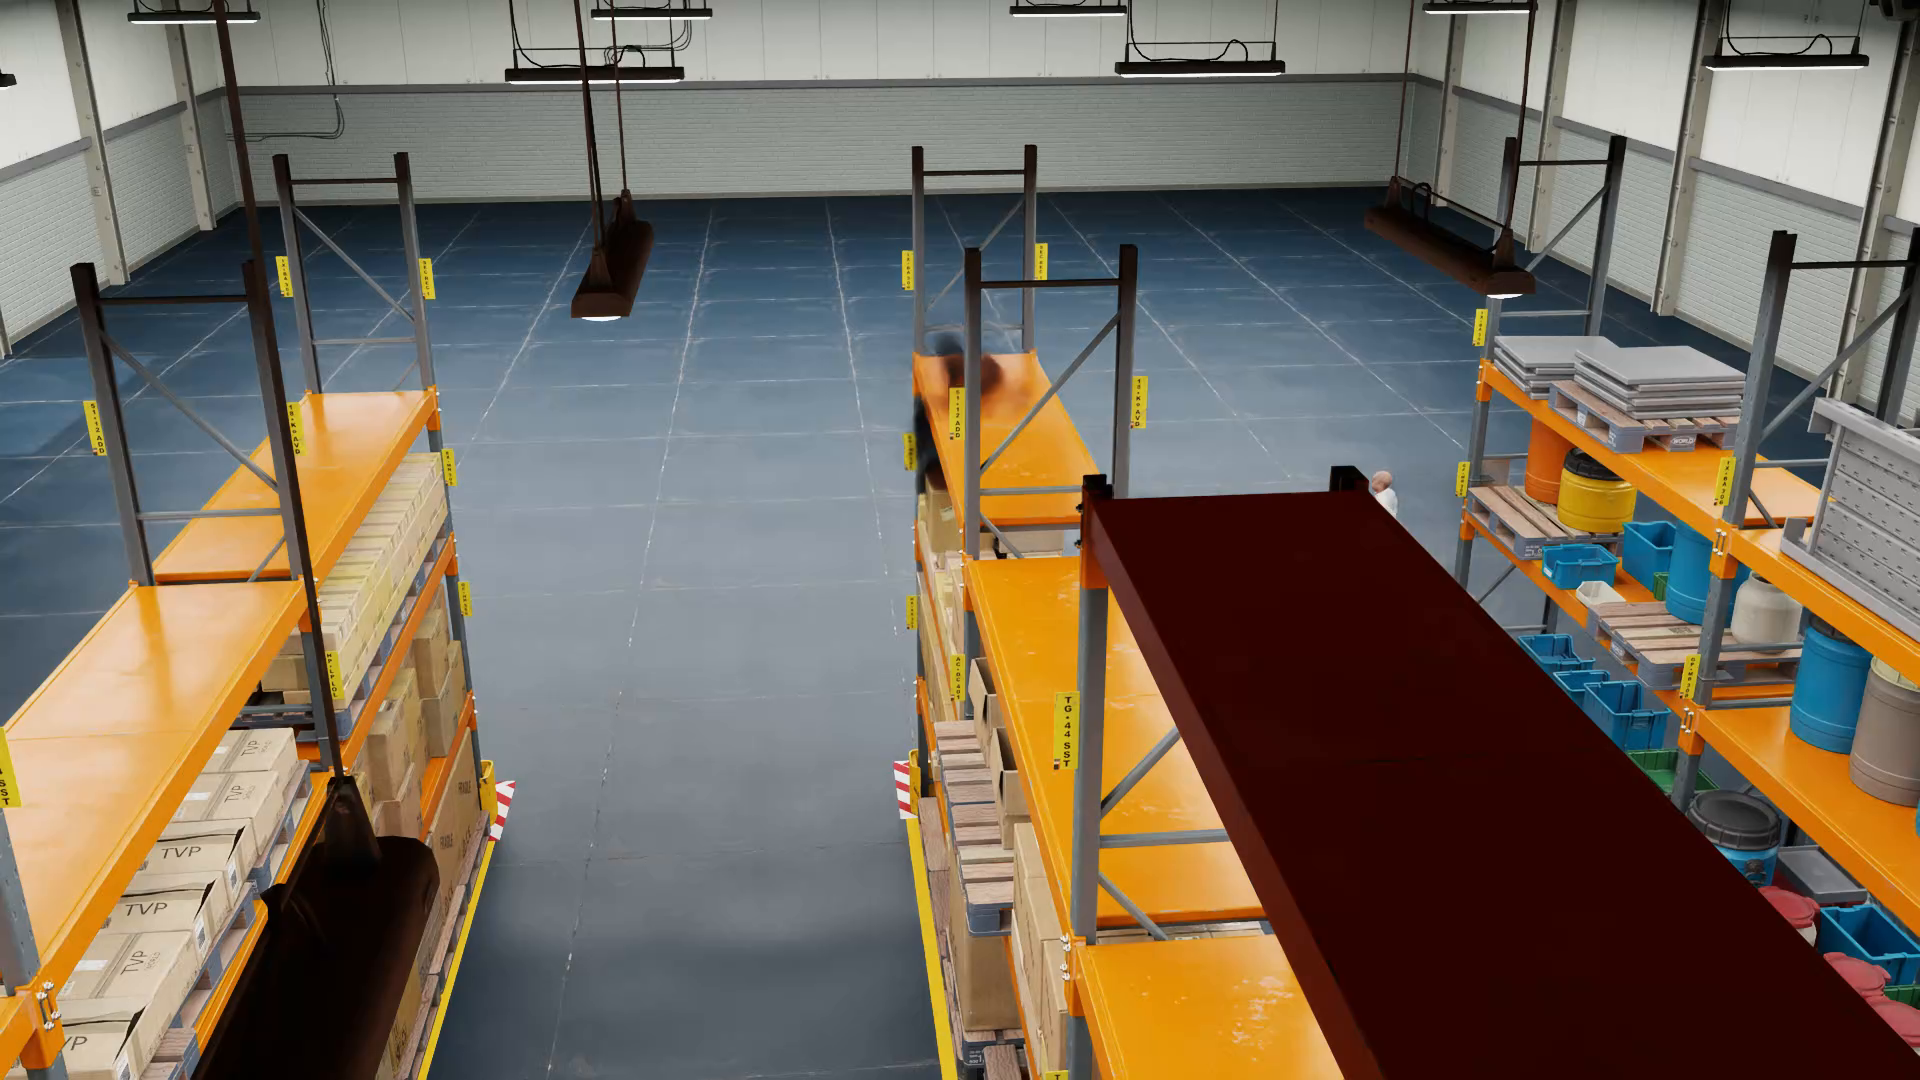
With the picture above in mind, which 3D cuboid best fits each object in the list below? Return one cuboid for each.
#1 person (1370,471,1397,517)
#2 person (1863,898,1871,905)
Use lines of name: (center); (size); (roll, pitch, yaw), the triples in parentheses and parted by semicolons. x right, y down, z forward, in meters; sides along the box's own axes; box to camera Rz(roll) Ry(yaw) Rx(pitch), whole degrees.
person: (4.856, 0.044, 19.182); (0.636, 1.750, 0.731); (7, 23, 17)
person: (7.208, 2.429, 13.154); (0.675, 1.784, 0.844); (-3, 22, -7)
